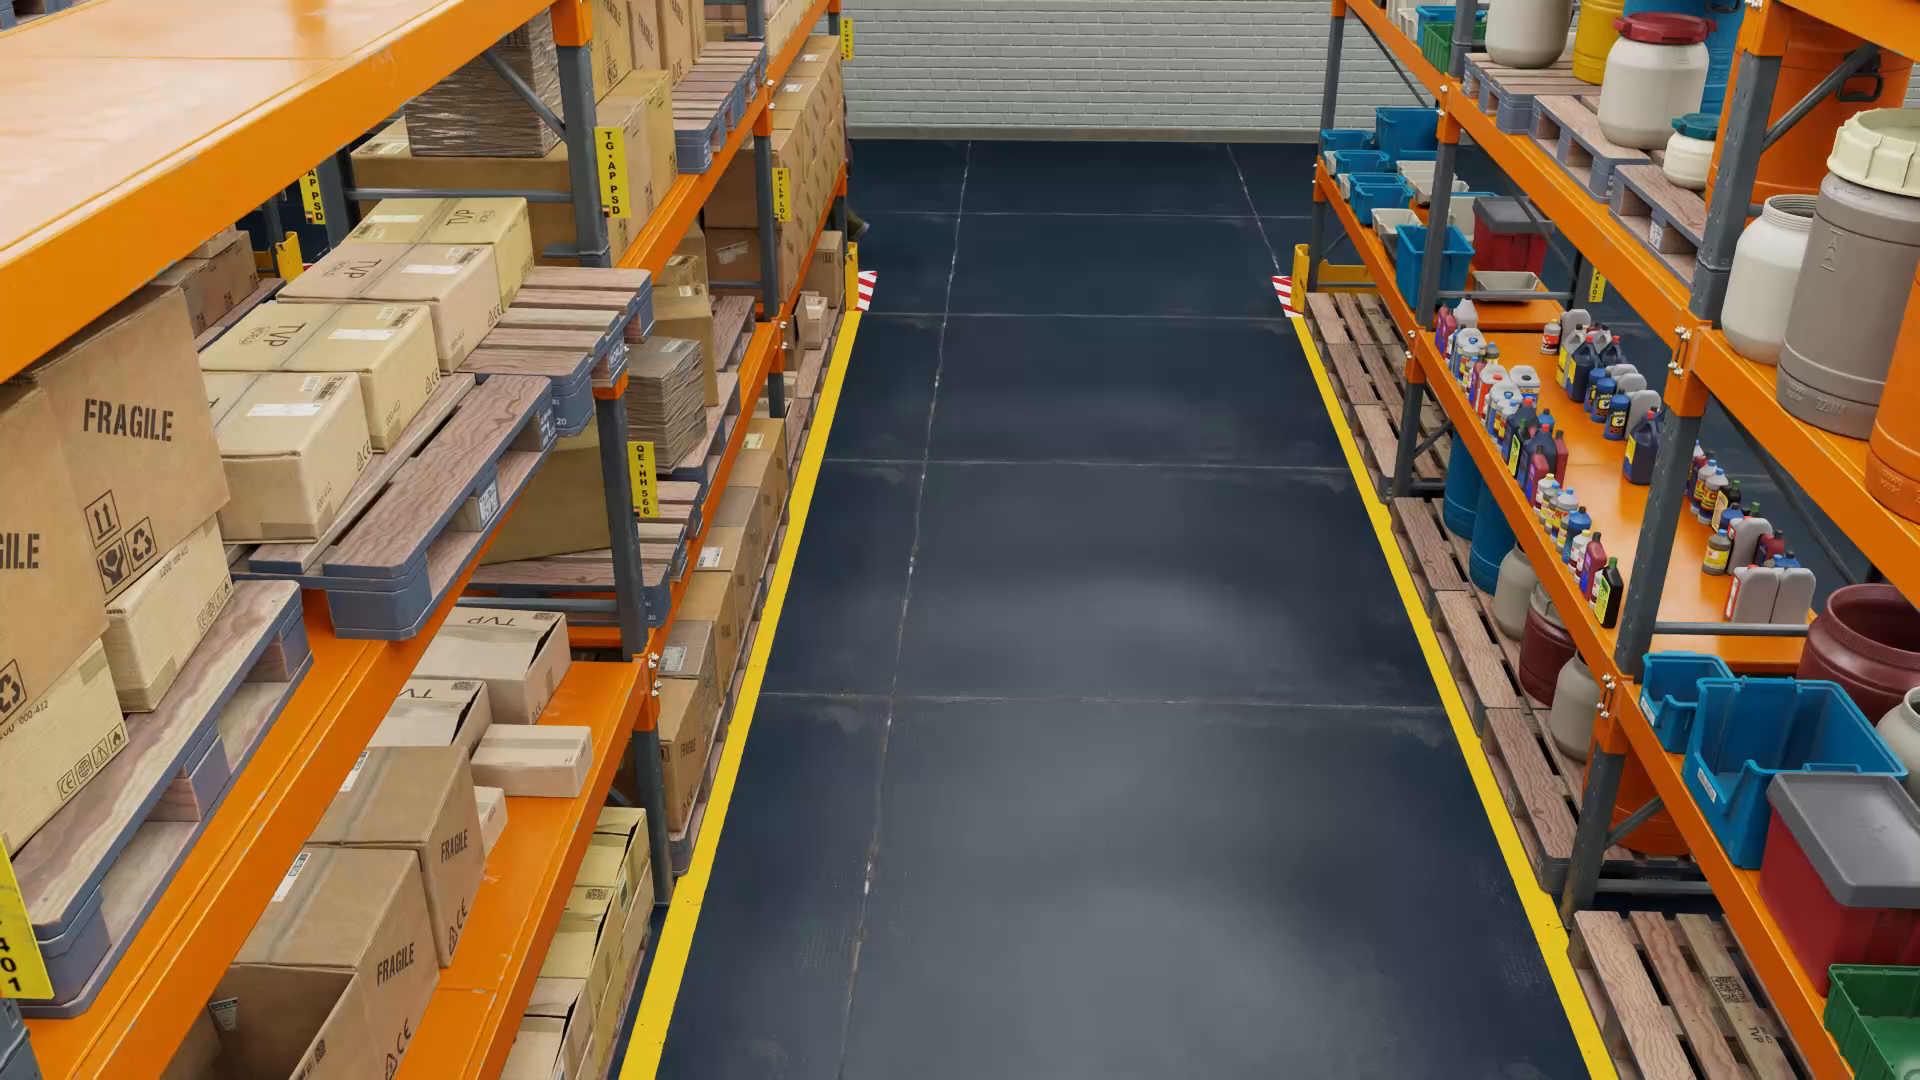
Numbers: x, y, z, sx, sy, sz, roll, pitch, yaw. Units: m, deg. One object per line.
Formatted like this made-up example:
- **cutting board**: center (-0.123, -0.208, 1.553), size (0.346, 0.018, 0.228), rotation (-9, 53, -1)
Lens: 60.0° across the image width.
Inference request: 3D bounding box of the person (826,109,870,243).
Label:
- **person**: center (-1.123, -3.483, 15.275), size (0.577, 1.757, 0.627), rotation (5, 28, 9)
